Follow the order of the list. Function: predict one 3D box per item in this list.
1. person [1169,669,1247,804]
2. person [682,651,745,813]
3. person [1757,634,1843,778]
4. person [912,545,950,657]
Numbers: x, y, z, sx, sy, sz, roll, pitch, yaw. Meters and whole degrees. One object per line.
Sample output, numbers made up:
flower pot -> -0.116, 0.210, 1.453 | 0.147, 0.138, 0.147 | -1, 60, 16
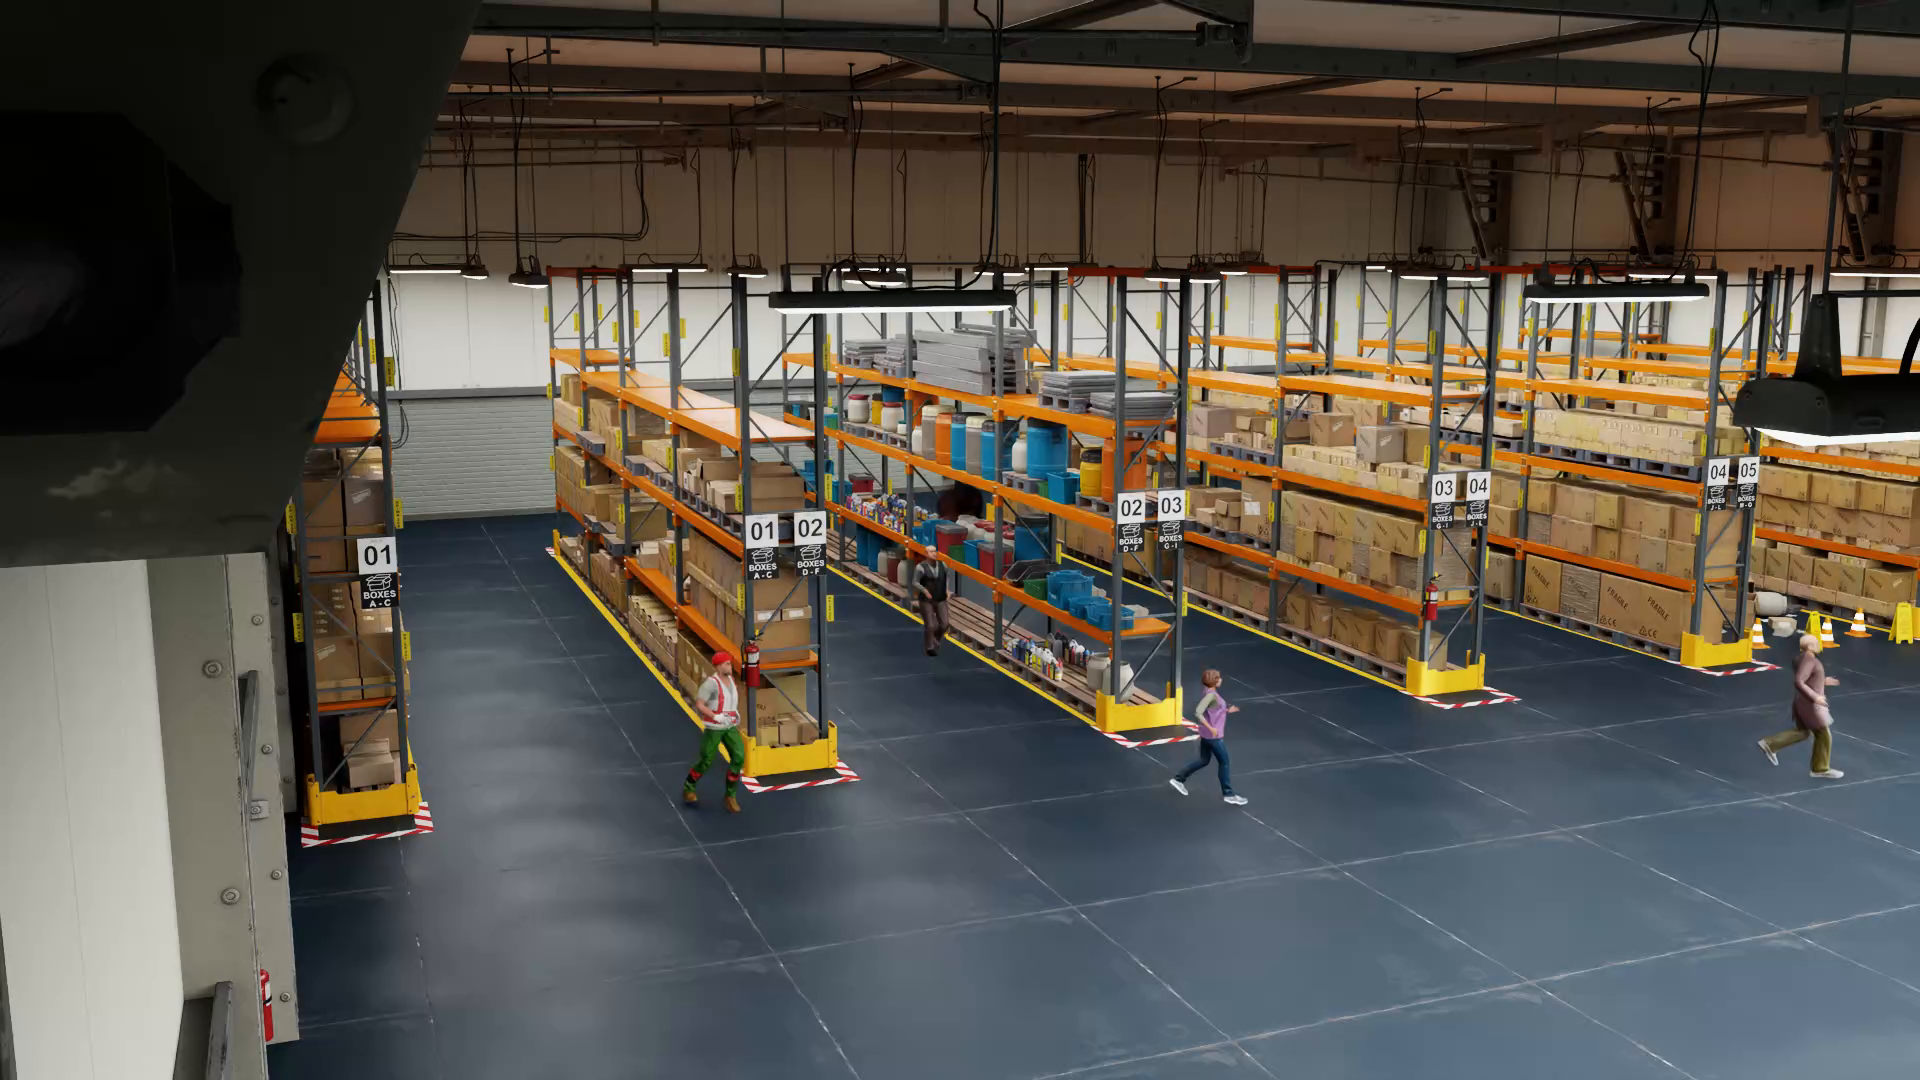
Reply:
person -> 2.866, 2.247, 19.063 | 0.893, 1.581, 0.537 | 0, 10, 0
person -> -2.749, 2.174, 19.118 | 0.782, 1.807, 0.720 | 7, 12, 37
person -> 10.223, 2.001, 20.105 | 0.964, 1.751, 0.720 | 2, 10, 14
person -> -0.380, 0.935, 24.783 | 0.635, 1.722, 0.567 | -4, 11, -20
